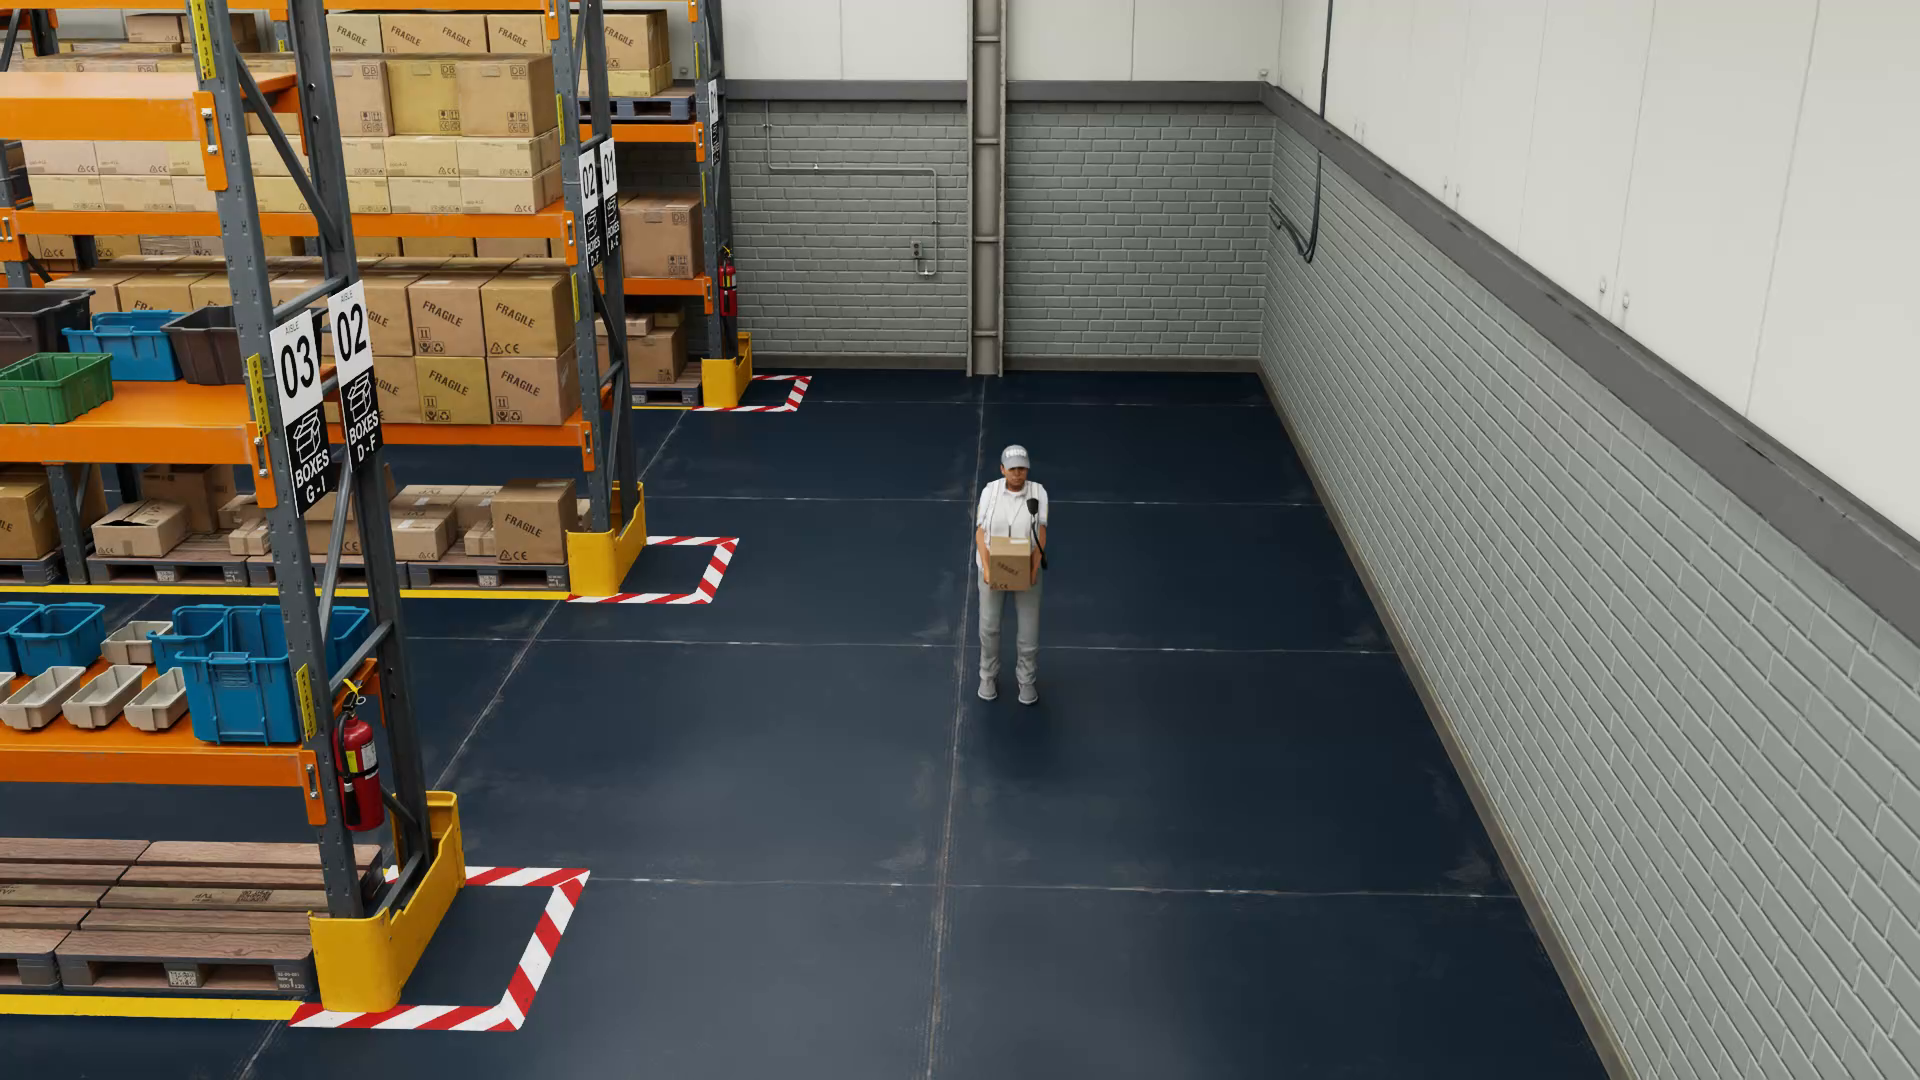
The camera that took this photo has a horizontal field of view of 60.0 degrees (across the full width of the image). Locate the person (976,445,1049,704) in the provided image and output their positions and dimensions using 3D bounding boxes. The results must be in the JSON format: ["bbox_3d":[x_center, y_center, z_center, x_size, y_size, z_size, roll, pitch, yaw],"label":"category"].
[{"bbox_3d":[0.325,0.230,10.491,0.455,1.656,0.539,1,21,3],"label":"person"}]
